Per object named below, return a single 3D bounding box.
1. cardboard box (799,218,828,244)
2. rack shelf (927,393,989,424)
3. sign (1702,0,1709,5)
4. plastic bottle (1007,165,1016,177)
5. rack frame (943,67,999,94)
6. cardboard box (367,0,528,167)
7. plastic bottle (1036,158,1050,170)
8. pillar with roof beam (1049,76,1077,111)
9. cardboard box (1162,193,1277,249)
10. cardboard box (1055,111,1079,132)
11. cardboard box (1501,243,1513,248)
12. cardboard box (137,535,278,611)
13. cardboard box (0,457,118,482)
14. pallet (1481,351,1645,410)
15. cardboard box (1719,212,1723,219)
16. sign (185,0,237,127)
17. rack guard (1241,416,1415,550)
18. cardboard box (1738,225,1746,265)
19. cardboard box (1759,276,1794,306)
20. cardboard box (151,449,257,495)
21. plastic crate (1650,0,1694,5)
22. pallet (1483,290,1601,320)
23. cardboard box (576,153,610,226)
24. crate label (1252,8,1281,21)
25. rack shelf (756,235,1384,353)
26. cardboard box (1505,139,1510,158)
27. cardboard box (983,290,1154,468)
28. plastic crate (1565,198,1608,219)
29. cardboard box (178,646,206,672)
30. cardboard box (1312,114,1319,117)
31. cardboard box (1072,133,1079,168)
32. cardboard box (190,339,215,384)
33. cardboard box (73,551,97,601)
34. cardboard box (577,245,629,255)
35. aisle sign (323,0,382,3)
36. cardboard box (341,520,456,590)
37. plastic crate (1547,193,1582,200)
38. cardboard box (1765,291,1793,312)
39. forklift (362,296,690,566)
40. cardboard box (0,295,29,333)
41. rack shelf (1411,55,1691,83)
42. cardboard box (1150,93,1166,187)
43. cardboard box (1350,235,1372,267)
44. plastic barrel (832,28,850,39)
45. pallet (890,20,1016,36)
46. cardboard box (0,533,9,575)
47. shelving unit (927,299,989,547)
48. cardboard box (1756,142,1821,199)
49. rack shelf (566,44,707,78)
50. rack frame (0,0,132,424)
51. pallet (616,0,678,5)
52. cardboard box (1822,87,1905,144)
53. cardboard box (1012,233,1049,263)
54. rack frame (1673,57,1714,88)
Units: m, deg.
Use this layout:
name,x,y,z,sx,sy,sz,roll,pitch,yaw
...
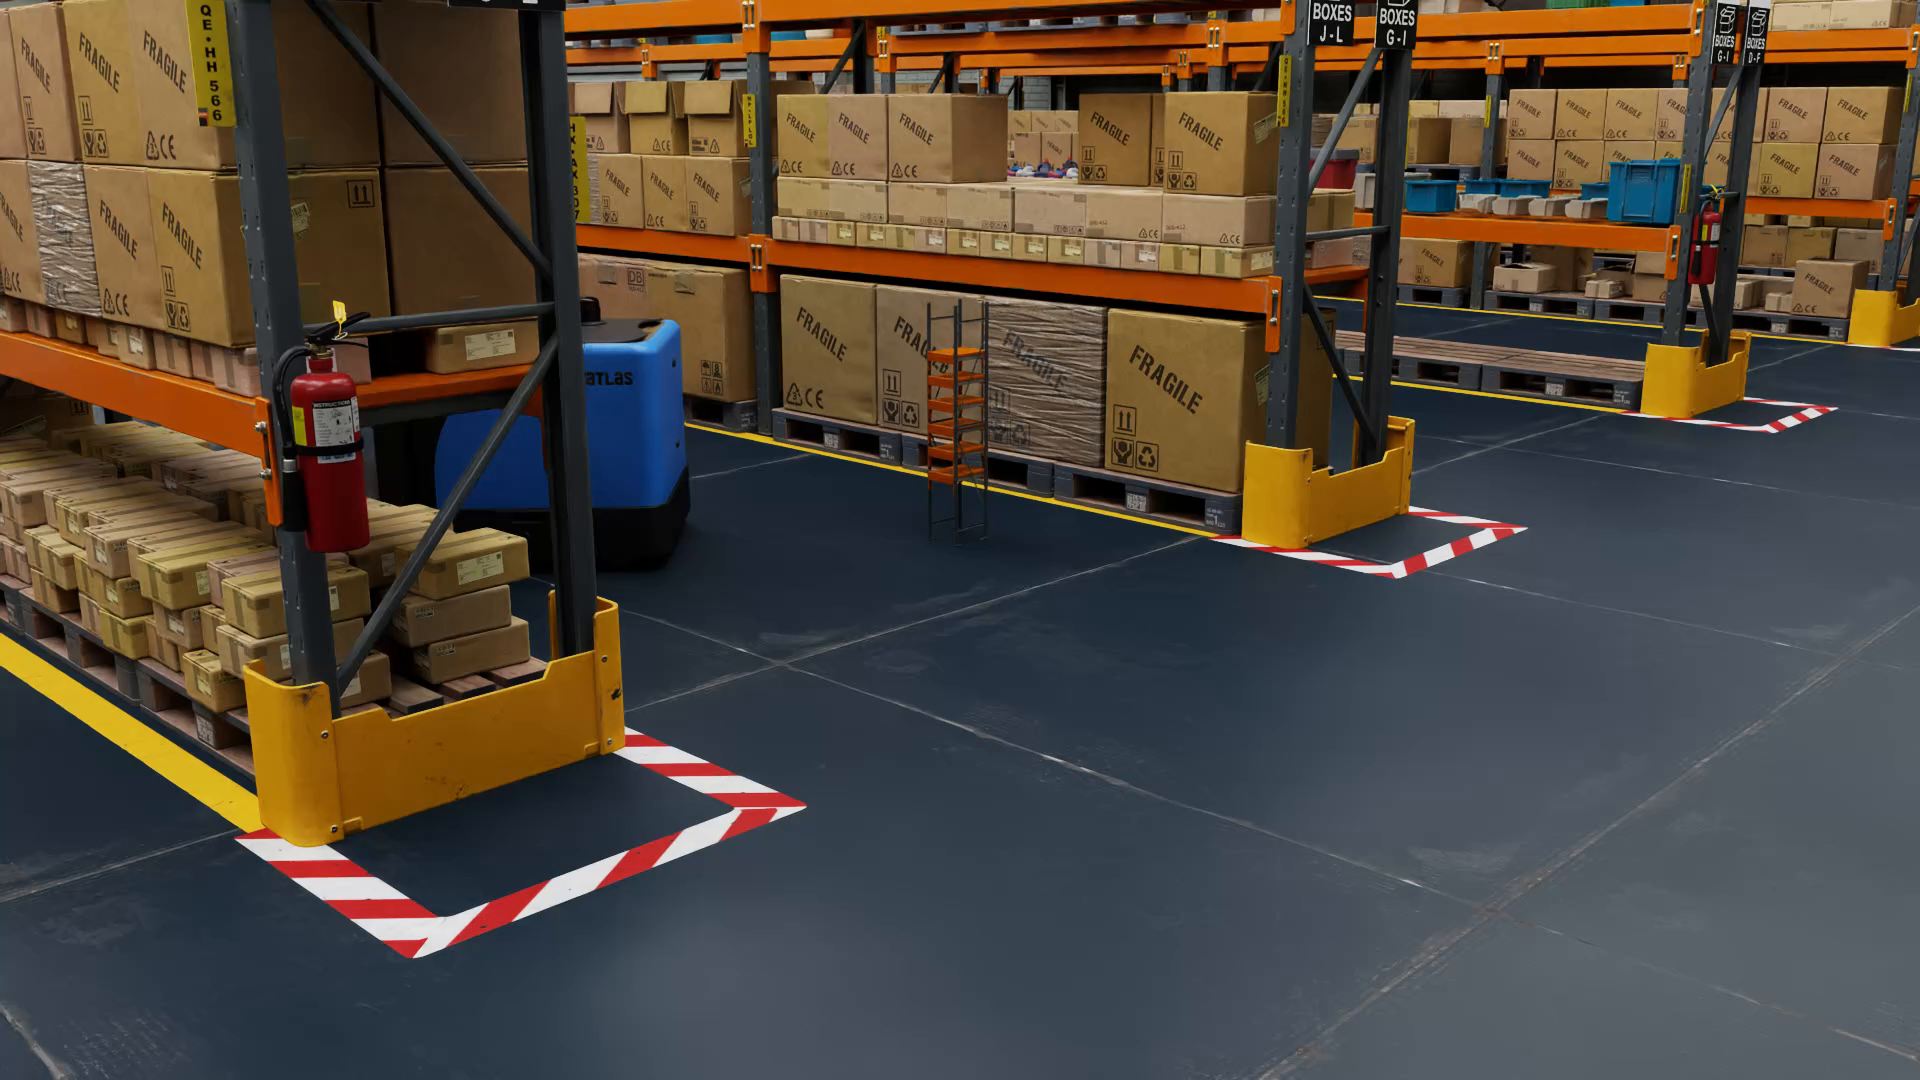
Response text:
name,x,y,z,sx,sy,sz,roll,pitch,yaw
cardboard box,-0.792,-1.958,10.497,0.250,0.149,0.380,13,19,40
rack shelf,-0.010,-0.656,8.271,0.180,0.103,0.258,14,20,42
sign,4.985,-3.735,11.076,0.005,0.325,0.100,14,20,42
plastic bottle,0.483,-3.436,15.900,0.133,0.283,0.061,14,20,42
rack frame,0.157,-5.435,23.344,0.127,3.000,1.000,14,20,42
cardboard box,-1.738,-1.458,5.308,0.500,0.500,0.500,14,20,42
plastic bottle,0.802,-3.458,15.854,0.185,0.351,0.144,14,20,42
pillar with roof beam,-1.171,-9.191,25.861,0.400,9.000,9.100,14,20,42
cardboard box,1.384,-1.646,8.507,0.500,0.250,0.500,13,20,41
cardboard box,1.944,-6.929,27.847,0.500,0.500,0.500,-14,20,-42
cardboard box,7.537,-4.491,23.150,0.750,0.750,0.750,14,20,42
cardboard box,-2.571,0.110,5.702,0.250,0.149,0.380,13,20,41
cardboard box,-3.797,-0.233,7.019,0.250,0.149,0.380,13,19,41
pallet,4.788,-1.239,12.768,1.213,0.211,1.003,14,20,42
cardboard box,9.852,-4.155,21.266,0.250,0.149,0.380,14,20,42
sign,-1.998,-1.271,4.439,0.005,0.325,0.100,14,20,42
rack guard,1.934,-0.324,8.684,0.348,0.500,1.175,14,20,42
cardboard box,9.819,-3.779,21.112,0.500,0.500,0.700,14,20,43
cardboard box,8.241,-2.452,16.473,0.500,0.250,0.500,14,20,42
cardboard box,-3.254,-0.282,7.206,0.250,0.149,0.380,12,19,40
plastic crate,5.271,-3.943,11.926,0.590,0.269,0.497,14,20,42
pallet,6.410,-2.565,17.860,1.213,0.211,1.003,14,20,42
cardboard box,-2.579,-2.585,12.206,0.500,0.500,0.500,14,20,42
crate label,2.627,-4.323,13.647,0.466,0.136,0.293,14,20,42
rack shelf,0.477,-1.540,9.819,4.000,0.370,1.077,14,20,42
cardboard box,7.751,-5.436,22.516,0.500,0.500,0.500,-14,20,-43
cardboard box,0.745,-0.970,9.585,0.875,0.875,0.875,14,20,42
plastic crate,4.642,-2.448,12.283,0.243,0.136,0.396,14,20,42
cardboard box,-2.508,0.378,5.852,0.250,0.149,0.380,14,20,42
cardboard box,5.215,-6.191,25.172,0.500,0.500,0.700,14,20,42
cardboard box,1.817,-5.074,21.760,0.500,0.500,0.500,12,19,39
cardboard box,-2.183,-0.590,5.245,0.250,0.149,0.380,14,20,42
cardboard box,-3.105,0.109,6.294,0.380,0.149,0.250,-13,20,-41
cardboard box,-2.724,-1.831,12.891,0.875,0.875,1.225,14,20,42
aisle sign,-1.754,-1.846,4.412,0.004,0.787,0.394,14,20,42
cardboard box,-2.022,0.053,5.919,0.380,0.149,0.250,-14,20,-43
plastic crate,4.744,-2.631,12.985,0.298,0.136,0.250,14,20,42
cardboard box,8.004,-2.315,16.114,0.250,0.166,0.380,14,20,42
forklift,-2.914,-1.384,7.929,3.031,2.935,1.130,-1,15,-3
cardboard box,-3.520,-0.903,6.447,0.380,0.149,0.250,-13,20,-42
rack shelf,7.912,-6.389,22.479,4.000,0.370,1.077,14,20,42
cardboard box,1.399,-2.193,9.118,0.500,0.500,0.500,13,19,41
cardboard box,4.651,-3.249,19.037,0.500,0.500,0.500,14,20,43
plastic barrel,-1.316,-5.794,17.919,0.708,0.830,0.600,14,20,42
pallet,0.078,-5.045,16.272,1.213,0.211,1.003,14,20,42
cardboard box,-4.032,0.024,7.213,0.250,0.149,0.380,14,20,42
shelving unit,-0.010,-0.583,8.291,0.189,1.200,0.258,14,20,42
cardboard box,7.908,-3.503,15.728,0.500,0.500,0.500,14,20,43
rack shelf,-4.724,-5.990,20.951,4.000,0.370,1.077,14,20,42
rack frame,-4.478,-1.355,7.684,0.127,3.000,1.000,14,20,42
pallet,-1.657,-3.748,11.299,1.217,0.209,0.805,13,19,40
cardboard box,8.284,-3.895,15.252,0.500,0.500,0.500,13,20,42
cardboard box,0.509,-1.643,9.285,0.250,0.149,0.380,14,20,42
rack frame,9.352,-4.935,21.423,0.127,3.000,1.000,14,20,42
